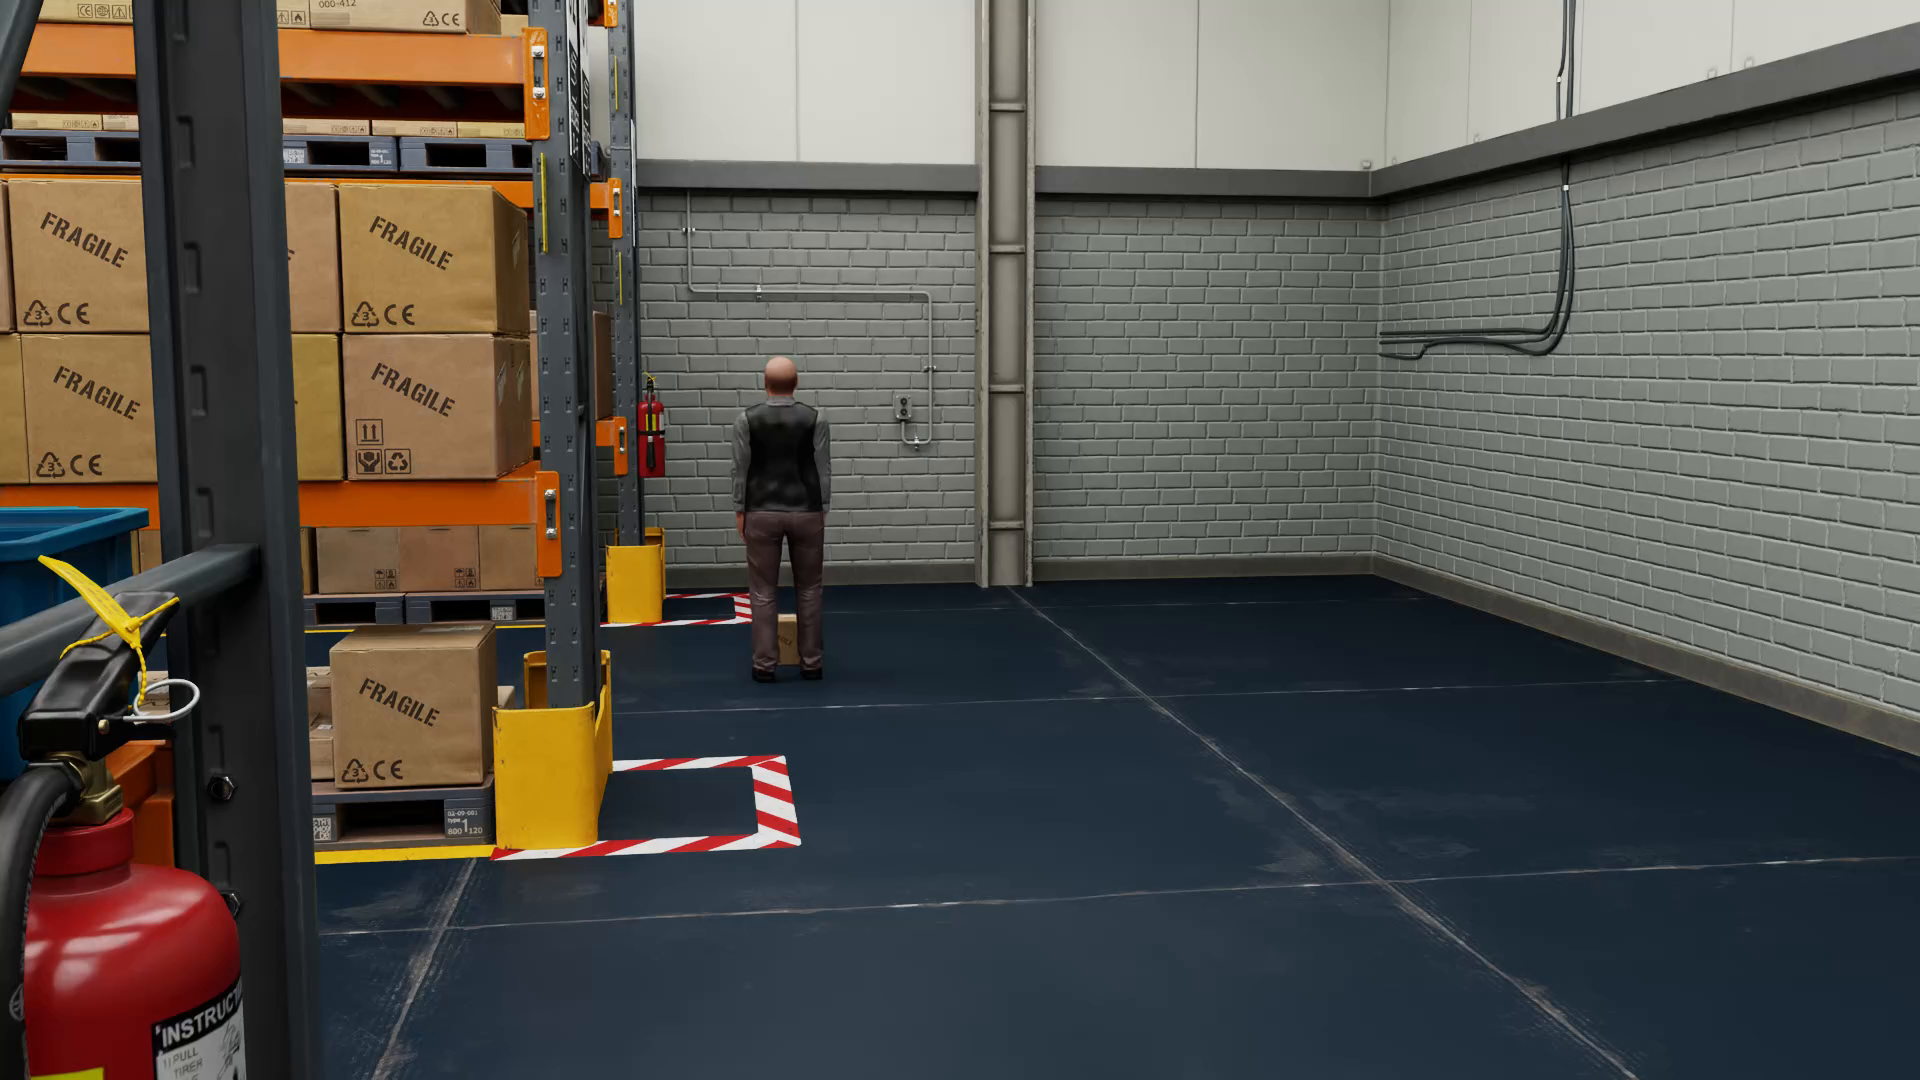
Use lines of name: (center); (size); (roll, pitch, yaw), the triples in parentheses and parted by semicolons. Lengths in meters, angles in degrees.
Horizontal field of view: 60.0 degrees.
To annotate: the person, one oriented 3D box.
person: (-0.950, -0.111, 8.847); (0.531, 1.713, 0.359); (-1, 6, -7)
